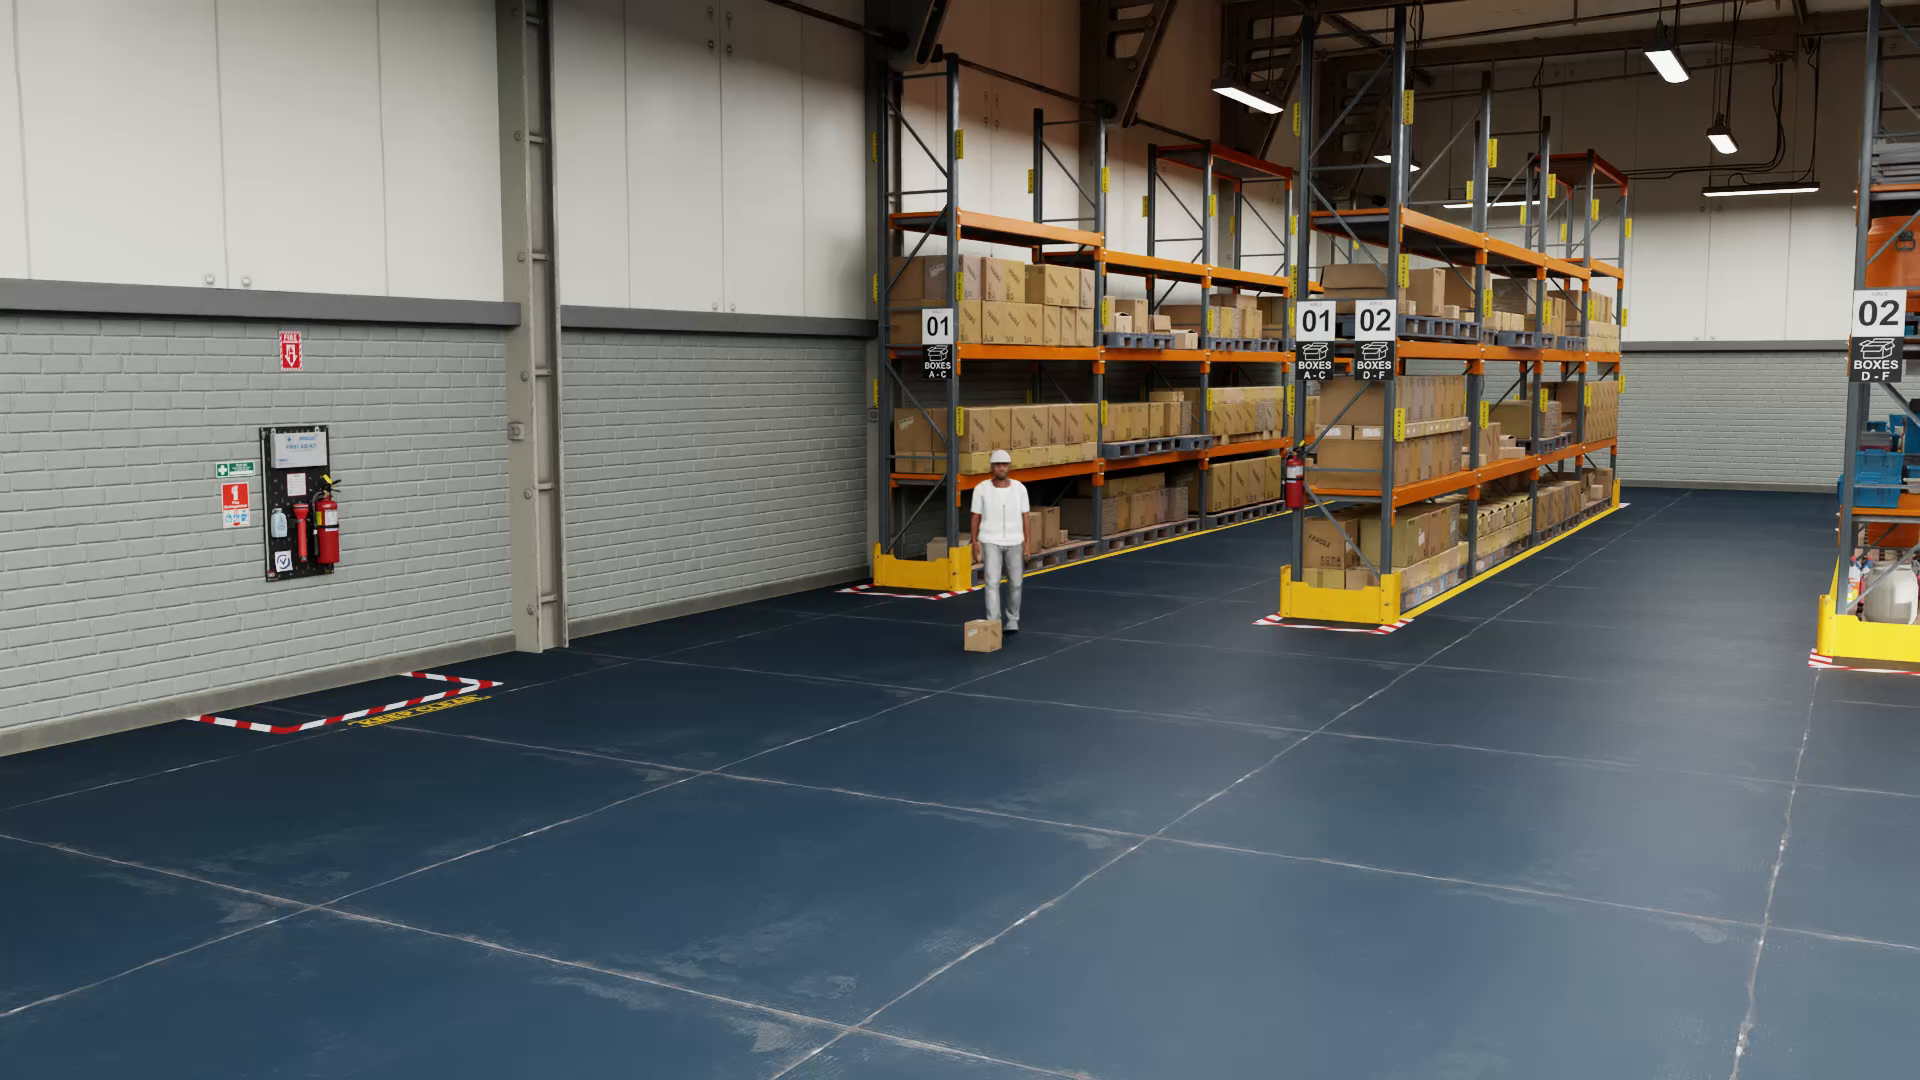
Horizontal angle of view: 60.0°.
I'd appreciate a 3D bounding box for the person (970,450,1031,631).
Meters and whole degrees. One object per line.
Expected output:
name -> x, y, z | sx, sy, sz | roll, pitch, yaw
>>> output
person -> 0.395, 0.036, 15.661 | 0.577, 1.768, 0.736 | -1, 6, -11
